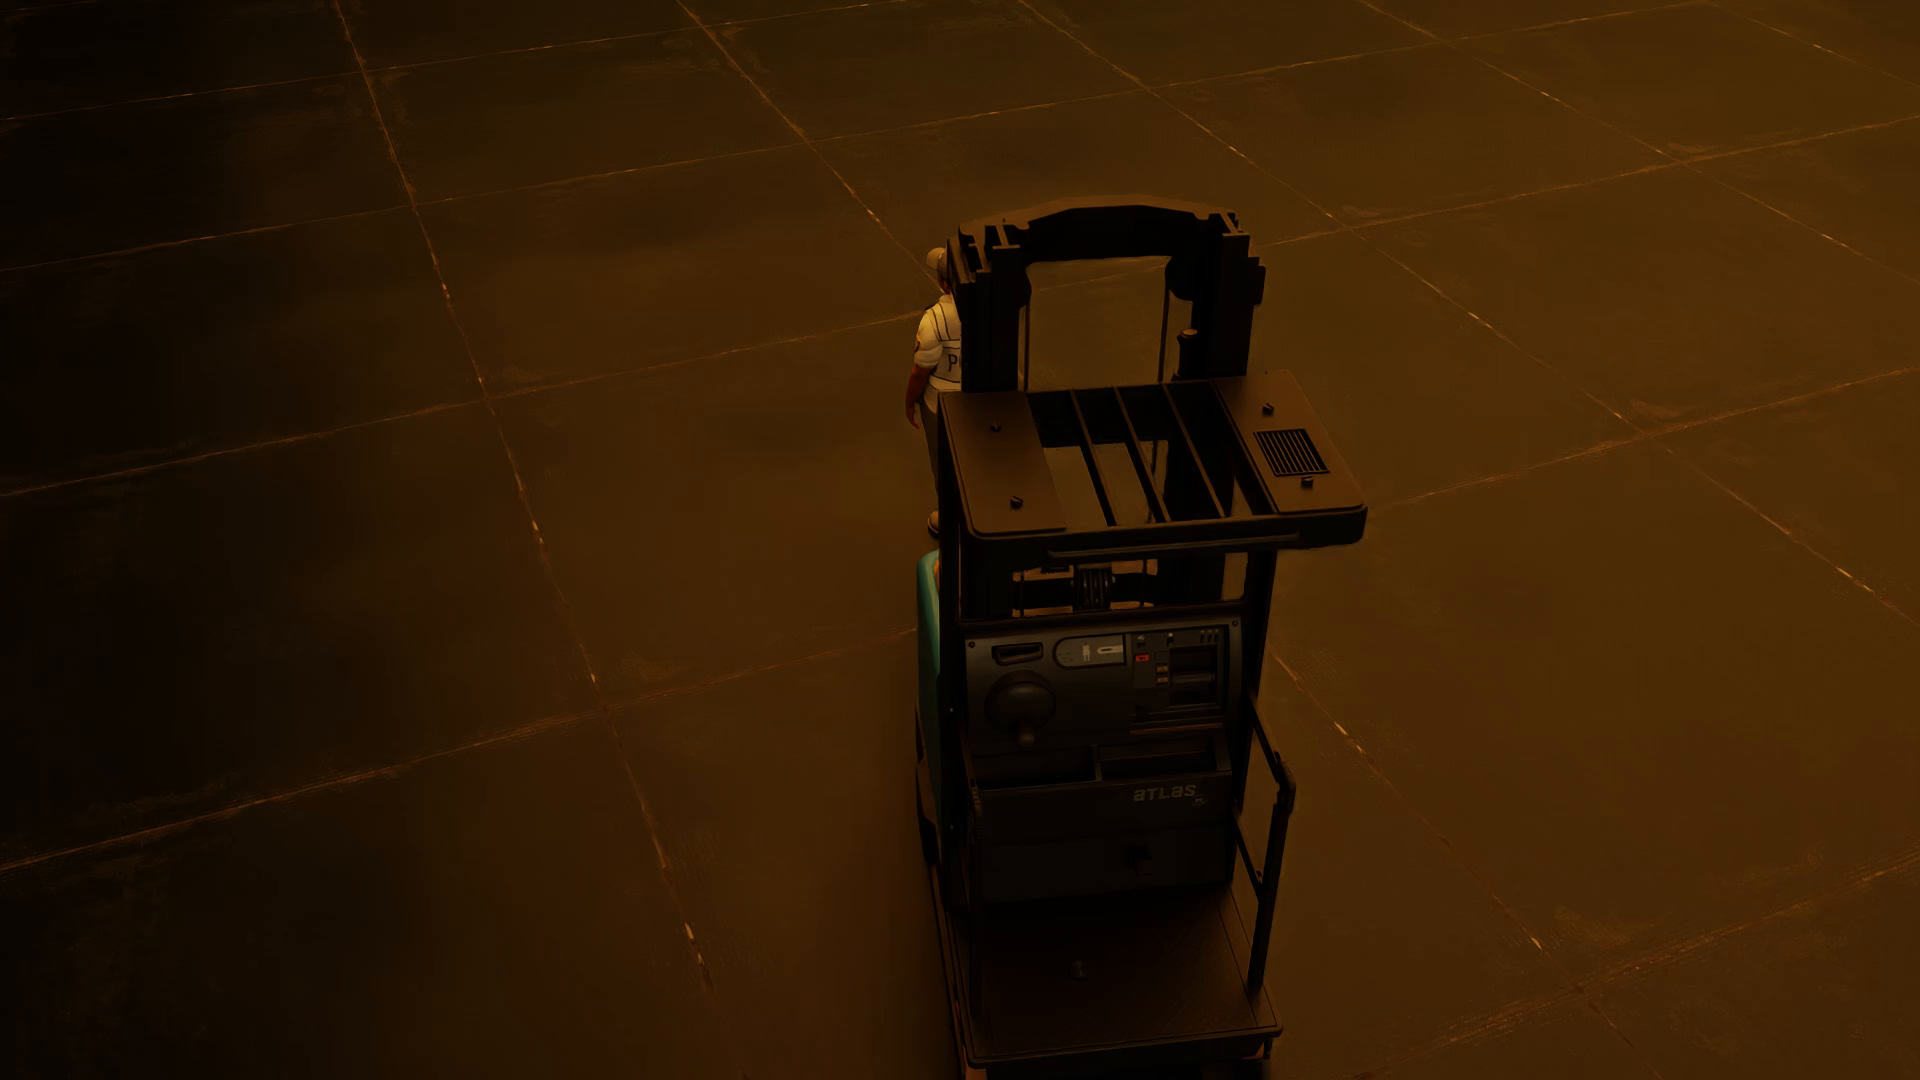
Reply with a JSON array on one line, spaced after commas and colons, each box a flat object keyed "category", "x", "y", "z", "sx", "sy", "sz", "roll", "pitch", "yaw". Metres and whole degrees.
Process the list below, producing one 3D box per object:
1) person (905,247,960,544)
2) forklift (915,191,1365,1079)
[{"category": "person", "x": -0.009, "y": -0.732, "z": 8.205, "sx": 0.598, "sy": 1.670, "sz": 0.529, "roll": -14, "pitch": 38, "yaw": -19}, {"category": "forklift", "x": 0.505, "y": 0.517, "z": 5.371, "sx": 1.130, "sy": 2.935, "sz": 3.031, "roll": -4, "pitch": 36, "yaw": -6}]
